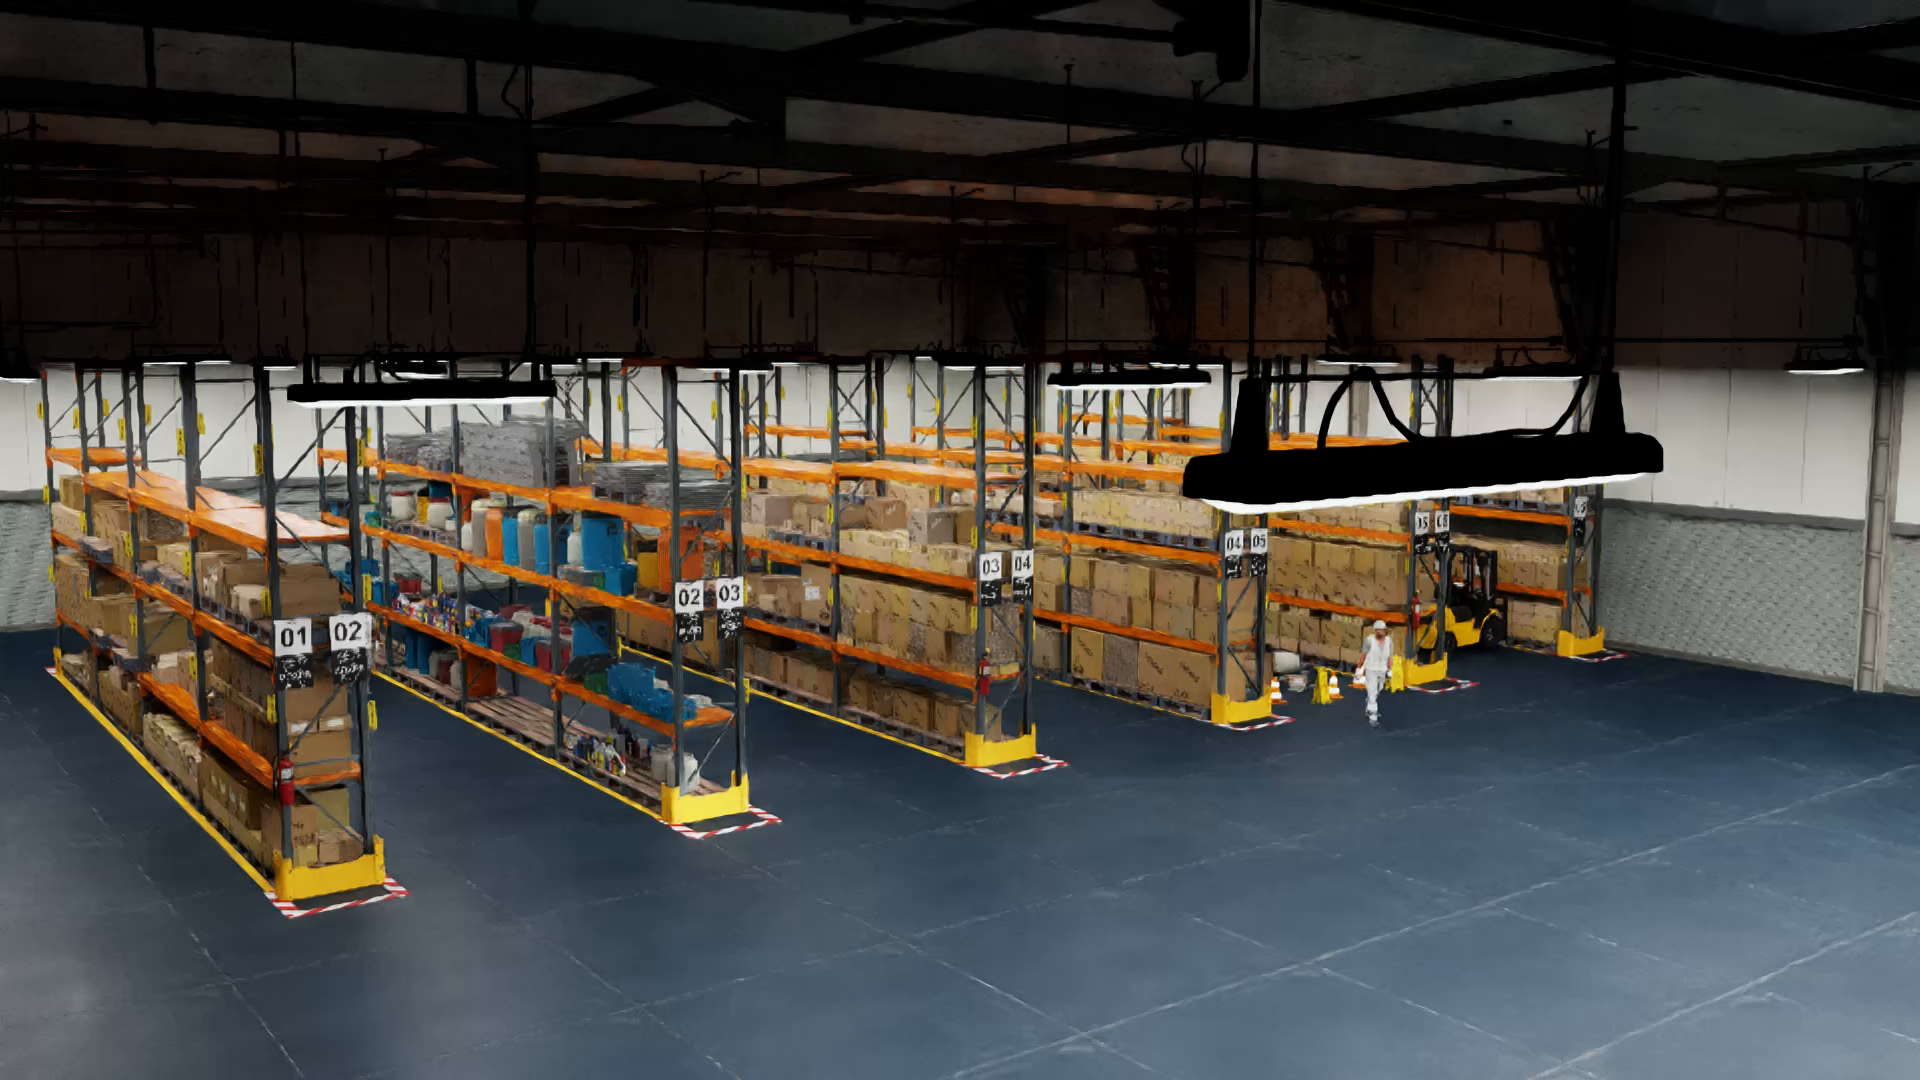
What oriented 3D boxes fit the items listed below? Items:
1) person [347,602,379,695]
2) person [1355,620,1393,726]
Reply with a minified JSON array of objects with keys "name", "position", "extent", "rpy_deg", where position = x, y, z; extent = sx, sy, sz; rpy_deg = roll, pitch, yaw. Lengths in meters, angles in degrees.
[{"name":"person","position":[-10.708,1.922,29.666],"extent":[0.702,1.735,0.549],"rpy_deg":[-5,9,-37]},{"name":"person","position":[6.890,2.171,27.492],"extent":[0.591,1.744,0.958],"rpy_deg":[-2,7,-13]}]
